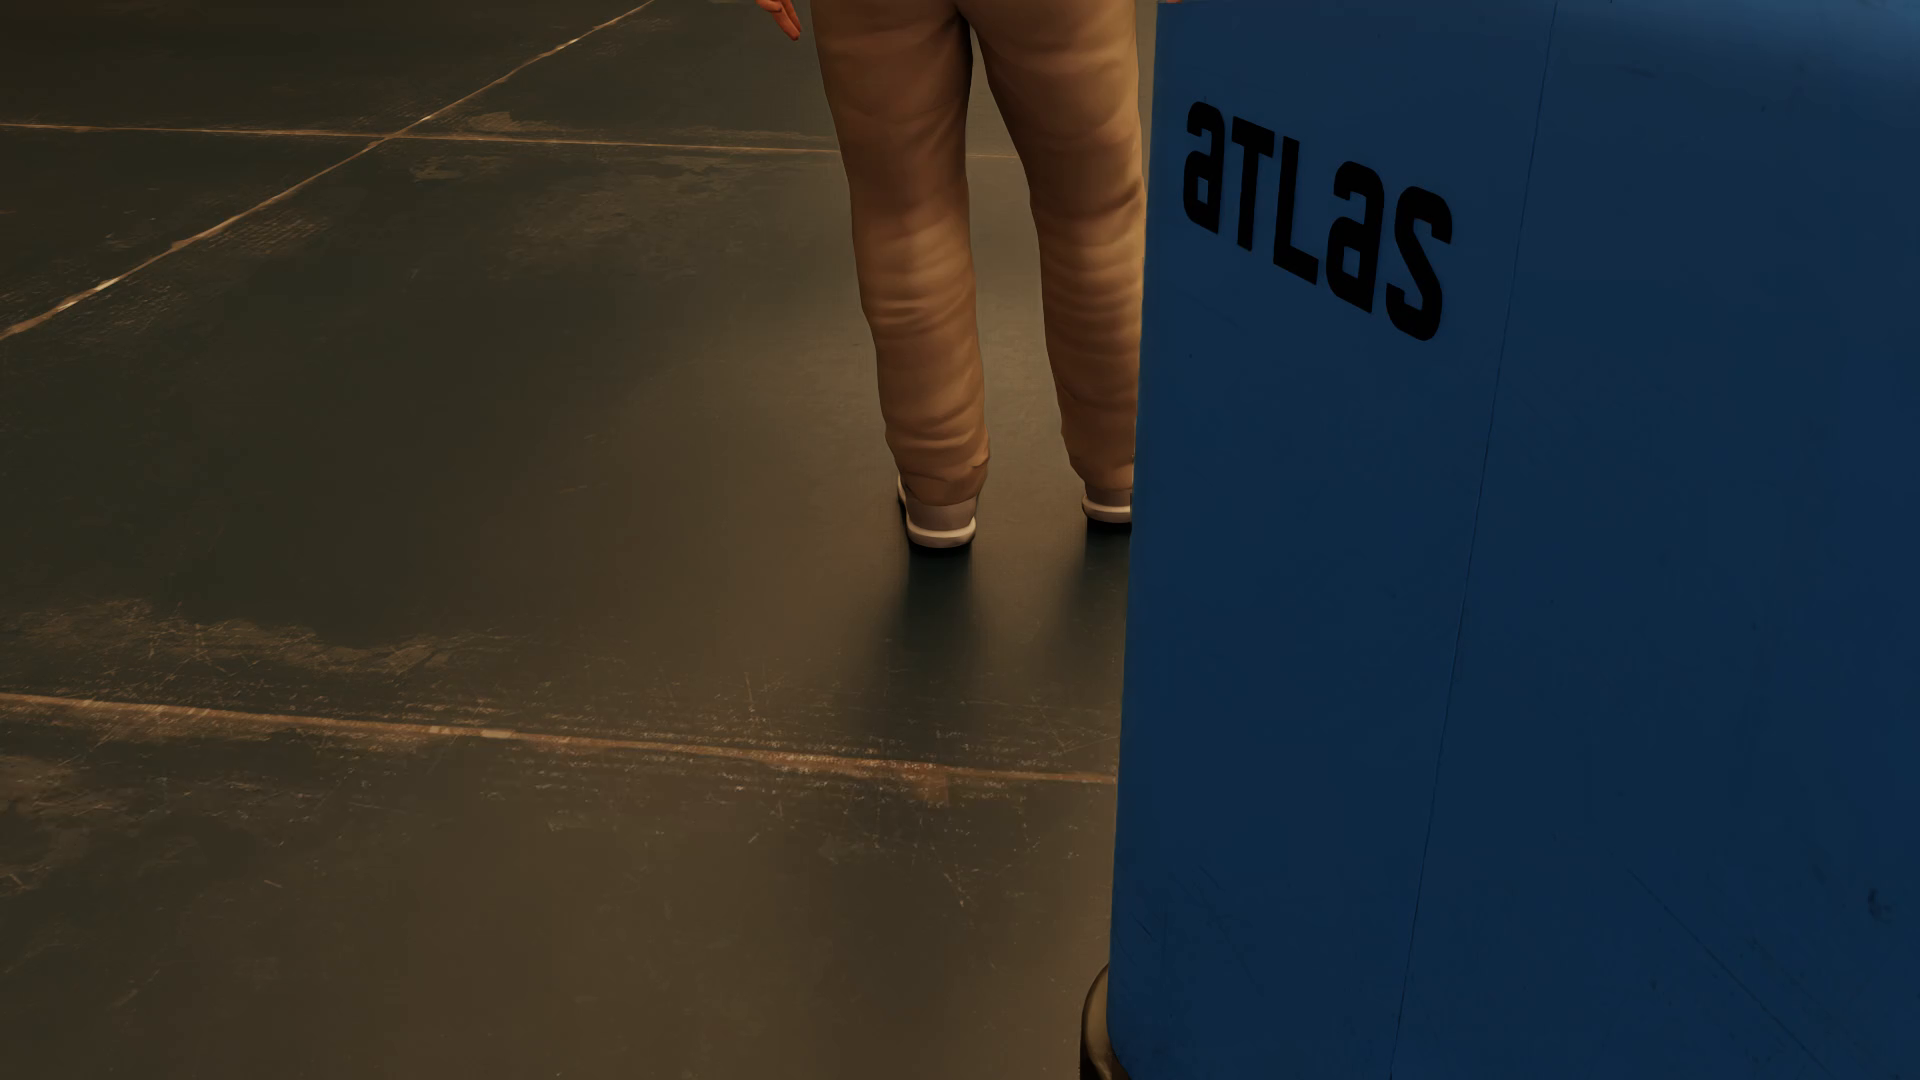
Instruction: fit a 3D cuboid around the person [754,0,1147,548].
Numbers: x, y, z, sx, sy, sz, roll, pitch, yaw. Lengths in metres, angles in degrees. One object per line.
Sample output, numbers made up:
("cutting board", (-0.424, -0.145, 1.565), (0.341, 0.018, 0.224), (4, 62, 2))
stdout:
("person", (0.023, -0.820, 2.189), (0.641, 1.728, 0.550), (3, 27, 7))
